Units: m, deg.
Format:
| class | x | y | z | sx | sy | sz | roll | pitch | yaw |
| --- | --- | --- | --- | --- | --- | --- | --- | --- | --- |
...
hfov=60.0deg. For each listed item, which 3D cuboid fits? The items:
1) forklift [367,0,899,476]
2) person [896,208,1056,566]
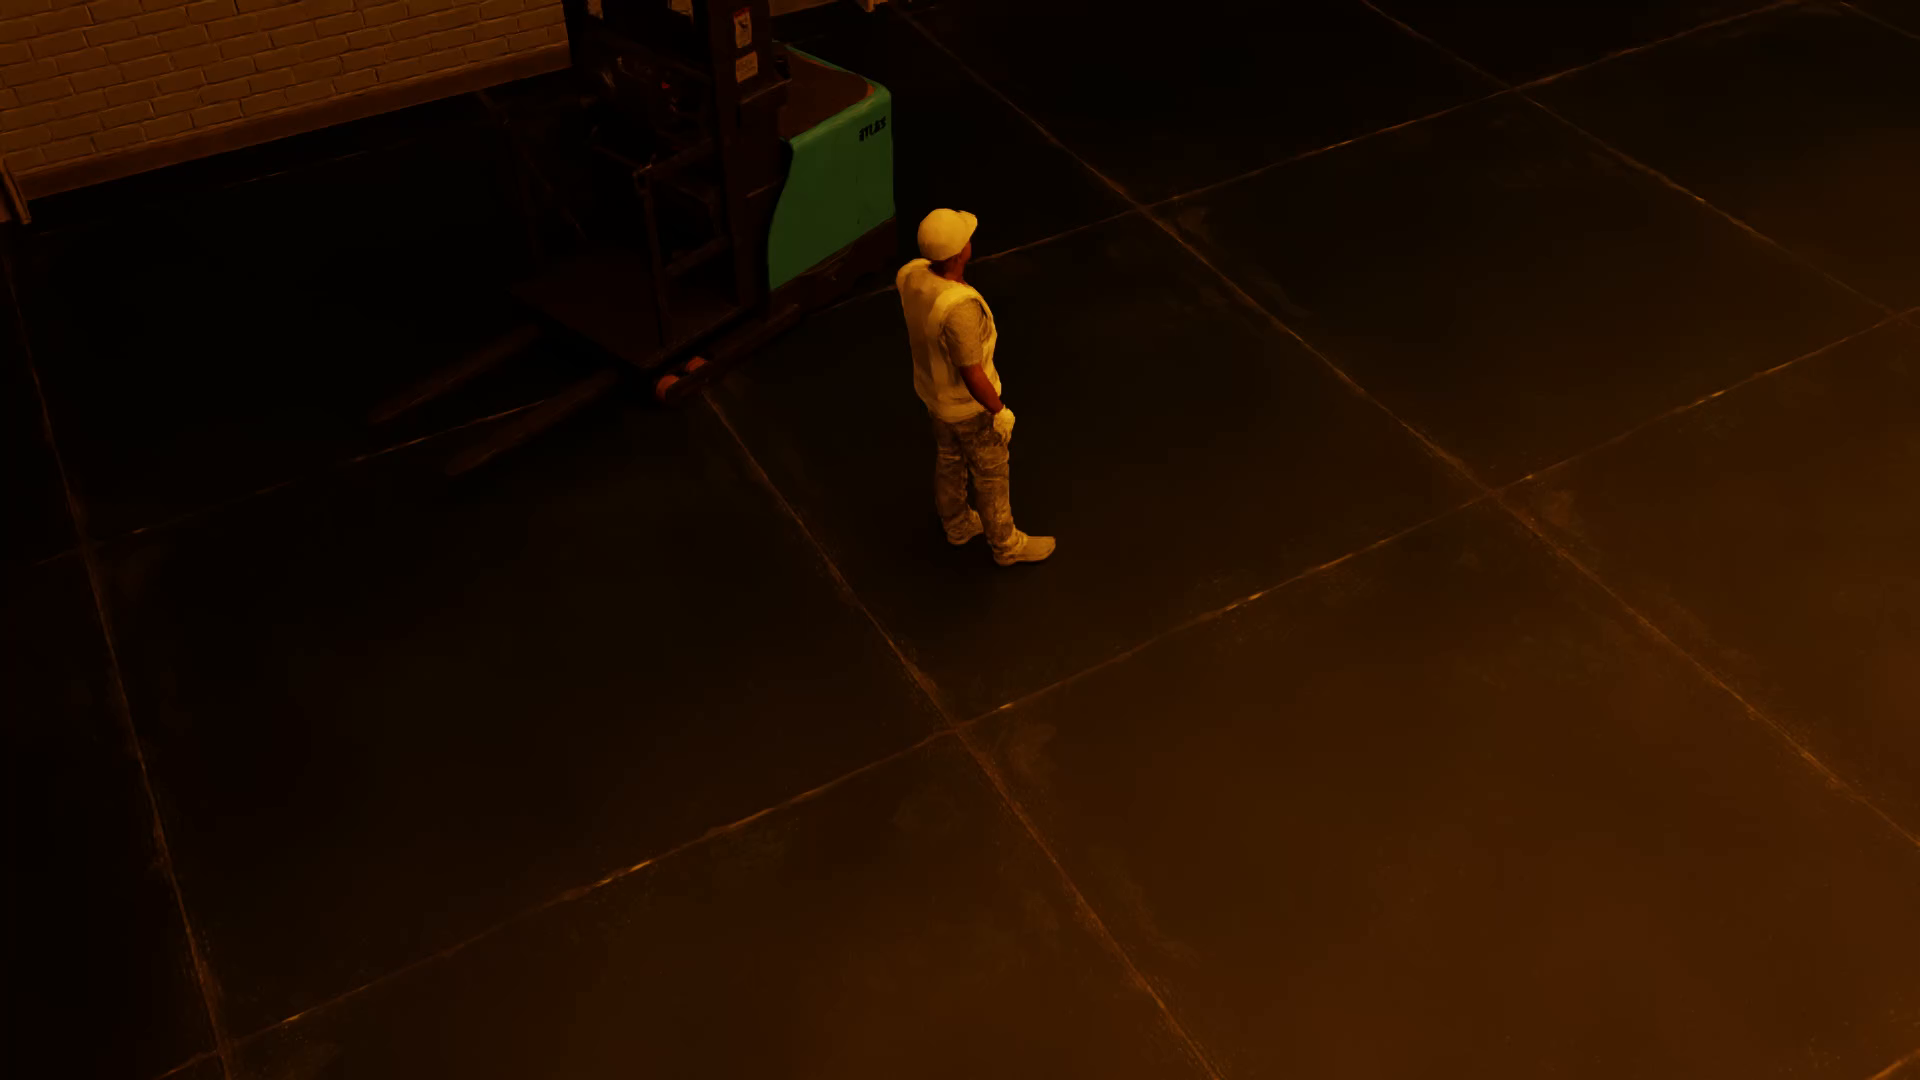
| class | x | y | z | sx | sy | sz | roll | pitch | yaw |
| --- | --- | --- | --- | --- | --- | --- | --- | --- | --- |
| forklift | -1.686 | -2.151 | 8.017 | 1.130 | 2.935 | 3.031 | 30 | 50 | 28 |
| person | 0.067 | -0.678 | 7.264 | 0.576 | 1.782 | 0.655 | -21 | 47 | -21 |
